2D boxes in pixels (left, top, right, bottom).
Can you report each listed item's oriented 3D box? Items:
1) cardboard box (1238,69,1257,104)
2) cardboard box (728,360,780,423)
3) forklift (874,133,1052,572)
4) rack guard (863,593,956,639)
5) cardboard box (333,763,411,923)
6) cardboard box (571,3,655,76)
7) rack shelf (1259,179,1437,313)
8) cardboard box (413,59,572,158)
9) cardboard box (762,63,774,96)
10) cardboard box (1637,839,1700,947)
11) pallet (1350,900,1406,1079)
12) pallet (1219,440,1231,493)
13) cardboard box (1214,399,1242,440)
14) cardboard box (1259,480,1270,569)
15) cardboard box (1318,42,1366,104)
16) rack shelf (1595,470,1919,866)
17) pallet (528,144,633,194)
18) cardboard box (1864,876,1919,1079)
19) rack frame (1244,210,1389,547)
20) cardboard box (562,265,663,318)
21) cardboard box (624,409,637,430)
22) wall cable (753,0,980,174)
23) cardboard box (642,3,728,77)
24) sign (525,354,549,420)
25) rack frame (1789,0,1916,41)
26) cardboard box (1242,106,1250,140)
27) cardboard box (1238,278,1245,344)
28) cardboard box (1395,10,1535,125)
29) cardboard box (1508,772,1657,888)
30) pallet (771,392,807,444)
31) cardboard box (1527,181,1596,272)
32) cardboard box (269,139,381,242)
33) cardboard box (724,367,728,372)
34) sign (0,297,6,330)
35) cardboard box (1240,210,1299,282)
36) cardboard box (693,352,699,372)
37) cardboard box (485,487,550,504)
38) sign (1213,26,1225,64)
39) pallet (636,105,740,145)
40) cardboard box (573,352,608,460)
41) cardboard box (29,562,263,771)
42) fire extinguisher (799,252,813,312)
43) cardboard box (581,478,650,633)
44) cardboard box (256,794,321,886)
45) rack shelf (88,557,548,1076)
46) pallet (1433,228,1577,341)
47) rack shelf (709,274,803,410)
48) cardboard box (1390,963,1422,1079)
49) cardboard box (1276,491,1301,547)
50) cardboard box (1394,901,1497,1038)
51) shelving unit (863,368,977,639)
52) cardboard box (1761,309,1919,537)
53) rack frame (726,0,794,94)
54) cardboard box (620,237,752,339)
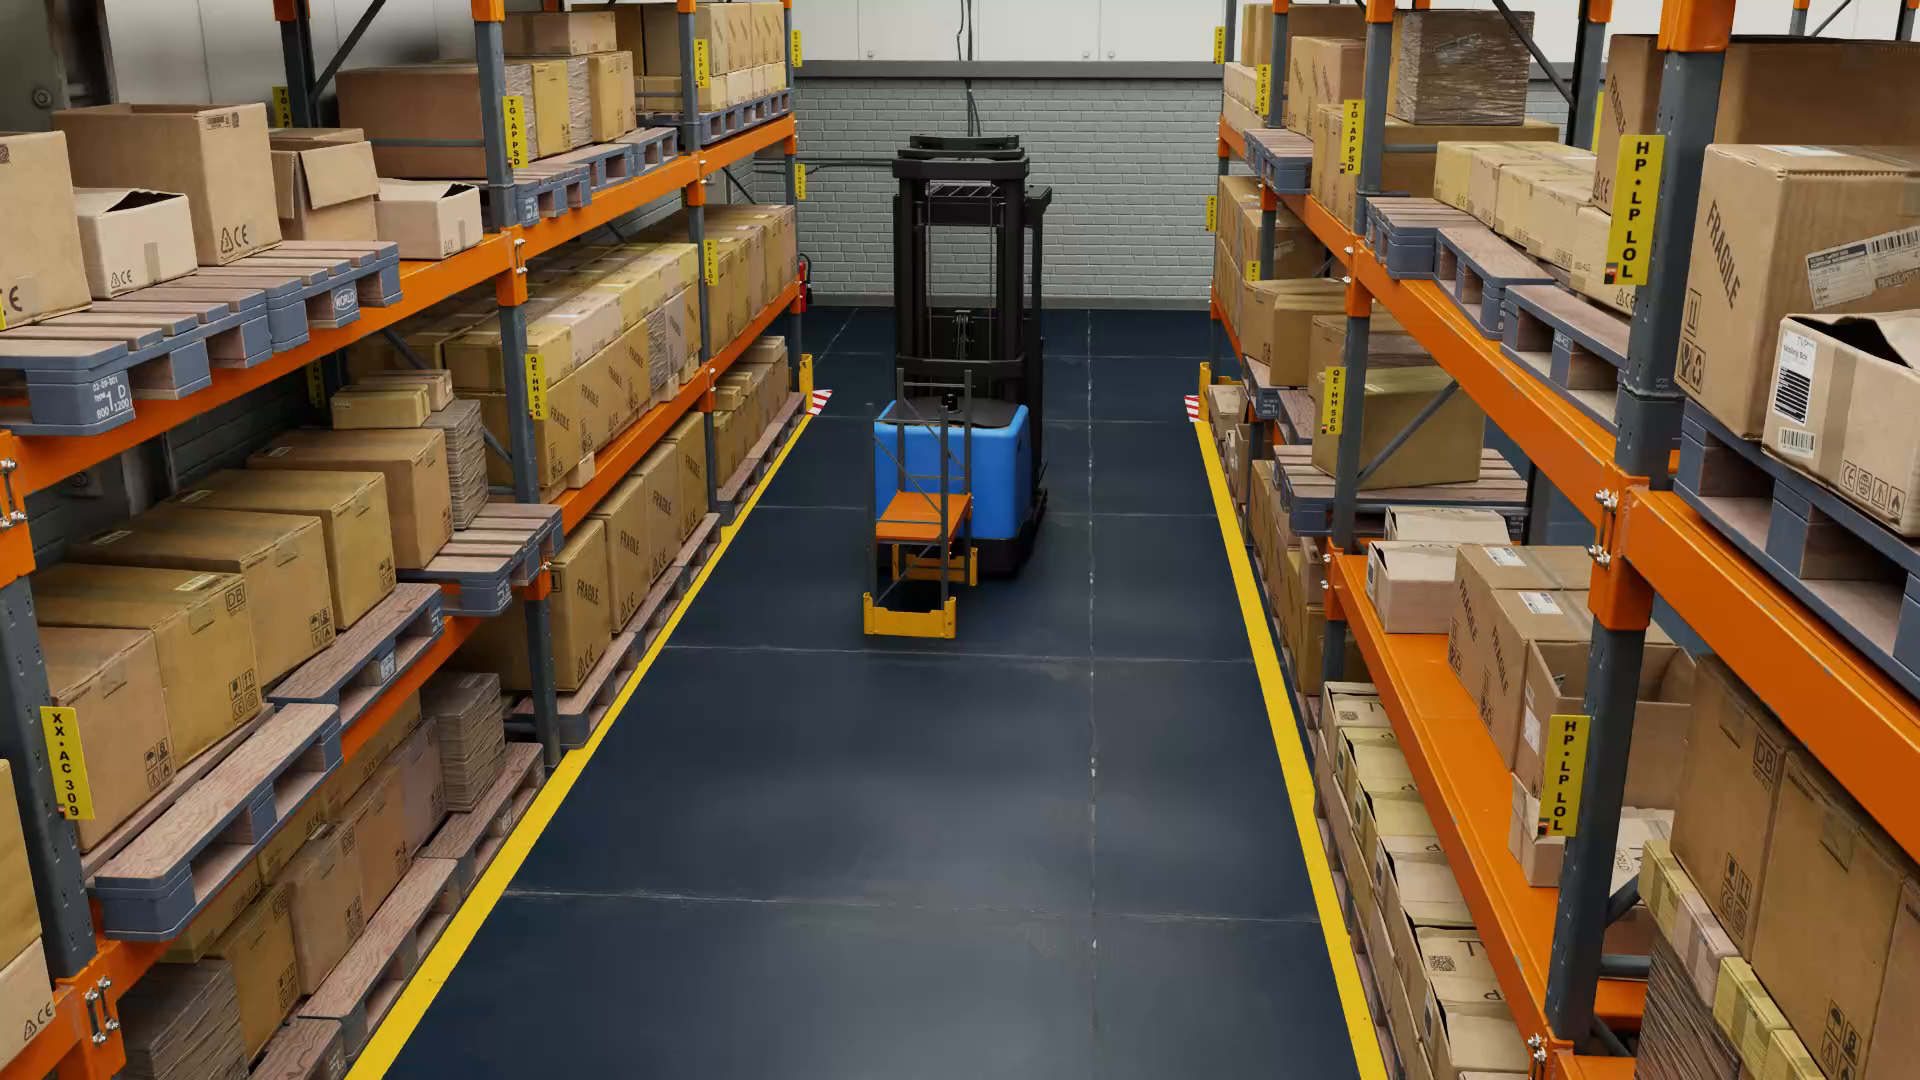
[{"bbox_3d":[2.483,-3.595,13.198,0.500,0.250,0.500,1,18,4],"label":"cardboard box"},{"bbox_3d":[-2.036,-1.369,15.123,0.700,0.500,0.500,1,18,4],"label":"cardboard box"},{"bbox_3d":[0.094,-1.587,12.558,1.130,2.935,3.031,3,18,8],"label":"forklift"},{"bbox_3d":[-0.320,0.480,10.558,0.587,0.250,0.087,3,18,8],"label":"rack guard"},{"bbox_3d":[-2.783,1.268,7.043,0.700,0.500,0.500,1,18,4],"label":"cardboard box"},{"bbox_3d":[-2.519,-3.670,12.189,0.500,0.500,0.500,1,18,3],"label":"cardboard box"},{"bbox_3d":[2.461,-1.843,9.568,1.077,0.370,4.000,1,18,4],"label":"rack shelf"},{"bbox_3d":[-2.607,-2.419,9.303,0.700,0.500,0.500,2,18,7],"label":"cardboard box"},{"bbox_3d":[-1.874,-3.938,14.214,0.500,0.250,0.500,1,18,2],"label":"cardboard box"},{"bbox_3d":[1.819,0.828,3.878,0.380,0.149,0.250,1,18,4],"label":"cardboard box"},{"bbox_3d":[2.130,1.820,6.531,1.003,0.211,1.213,1,18,4],"label":"pallet"},{"bbox_3d":[2.740,-0.648,14.063,1.003,0.211,1.213,1,18,4],"label":"pallet"},{"bbox_3d":[2.498,-1.052,14.526,0.500,0.250,0.500,1,18,4],"label":"cardboard box"},{"bbox_3d":[2.300,-0.091,11.191,0.500,0.500,0.500,2,18,5],"label":"cardboard box"},{"bbox_3d":[2.402,-2.531,9.518,0.600,0.600,0.600,1,18,2],"label":"cardboard box"},{"bbox_3d":[1.888,0.642,1.985,1.077,0.370,4.000,1,18,4],"label":"rack shelf"},{"bbox_3d":[-2.553,-2.132,9.598,1.003,0.211,1.213,2,18,6],"label":"pallet"},{"bbox_3d":[1.934,0.891,2.644,0.700,0.500,0.500,1,18,4],"label":"cardboard box"},{"bbox_3d":[2.605,-1.380,11.819,1.000,3.000,0.127,1,18,4],"label":"rack frame"},{"bbox_3d":[-2.198,-1.577,10.543,0.500,0.250,0.500,2,18,5],"label":"cardboard box"},{"bbox_3d":[-2.244,-0.793,10.397,0.380,0.149,0.250,2,18,6],"label":"cardboard box"},{"bbox_3d":[-1.288,-5.856,20.830,3.097,2.526,0.112,1,18,4],"label":"wall cable"},{"bbox_3d":[-2.006,-3.663,12.168,0.500,0.500,0.500,1,18,3],"label":"cardboard box"},{"bbox_3d":[-2.081,-0.751,8.165,0.100,0.325,0.005,1,18,4],"label":"sign"},{"bbox_3d":[7.832,-5.362,14.335,1.000,3.000,0.127,1,18,4],"label":"rack frame"},{"bbox_3d":[2.448,-3.202,12.802,0.500,0.250,0.500,1,18,4],"label":"cardboard box"},{"bbox_3d":[2.420,-1.749,12.783,0.500,0.500,0.500,2,18,5],"label":"cardboard box"},{"bbox_3d":[2.356,-2.222,7.802,0.500,0.500,0.500,1,18,4],"label":"cardboard box"},{"bbox_3d":[1.911,0.891,5.103,0.396,0.266,0.258,1,18,3],"label":"cardboard box"},{"bbox_3d":[-2.029,-1.157,15.615,1.003,0.211,1.213,1,18,4],"label":"pallet"},{"bbox_3d":[2.229,-1.042,5.535,0.500,0.250,0.500,0,18,-1],"label":"cardboard box"},{"bbox_3d":[-2.809,-1.331,6.653,0.797,0.503,0.637,4,19,12],"label":"cardboard box"},{"bbox_3d":[-2.262,-1.562,14.670,0.380,0.149,0.250,2,18,5],"label":"cardboard box"},{"bbox_3d":[-2.368,-0.667,3.993,0.100,0.325,0.005,1,18,4],"label":"sign"},{"bbox_3d":[2.417,-2.225,12.630,0.500,0.500,0.500,1,18,3],"label":"cardboard box"},{"bbox_3d":[-2.078,-1.269,11.849,0.380,0.149,0.250,1,18,4],"label":"cardboard box"},{"bbox_3d":[-2.369,-0.235,8.694,0.380,0.149,0.250,1,18,3],"label":"cardboard box"},{"bbox_3d":[2.350,-4.476,15.044,0.100,0.325,0.005,1,18,4],"label":"sign"},{"bbox_3d":[-2.267,-3.127,12.474,1.003,0.211,1.213,1,18,4],"label":"pallet"},{"bbox_3d":[-2.286,-0.754,9.235,0.500,0.500,0.500,2,18,6],"label":"cardboard box"},{"bbox_3d":[-2.792,0.407,5.495,0.700,0.500,0.500,3,18,10],"label":"cardboard box"},{"bbox_3d":[-1.579,-2.555,16.126,0.296,0.674,0.183,1,18,4],"label":"fire extinguisher"},{"bbox_3d":[-2.370,0.077,10.149,0.750,0.750,0.750,1,18,4],"label":"cardboard box"},{"bbox_3d":[-2.812,1.090,6.384,0.500,0.250,0.500,1,18,2],"label":"cardboard box"},{"bbox_3d":[-2.767,0.715,6.578,1.077,0.370,4.000,1,18,4],"label":"rack shelf"},{"bbox_3d":[2.281,-0.914,5.880,1.003,0.211,1.213,2,18,6],"label":"pallet"},{"bbox_3d":[-2.193,-1.769,14.160,1.077,0.370,4.000,1,18,4],"label":"rack shelf"},{"bbox_3d":[1.846,1.760,5.976,0.500,0.250,0.500,2,18,5],"label":"cardboard box"},{"bbox_3d":[2.220,-0.147,10.157,0.500,0.250,0.500,1,18,3],"label":"cardboard box"},{"bbox_3d":[1.844,1.496,5.881,0.500,0.311,0.500,1,18,4],"label":"cardboard box"},{"bbox_3d":[-0.247,-0.268,10.832,0.587,1.500,1.083,3,18,8],"label":"shelving unit"},{"bbox_3d":[1.693,-0.227,2.724,0.500,0.311,0.500,0,18,1],"label":"cardboard box"},{"bbox_3d":[-2.050,-5.583,15.010,1.000,3.000,0.127,1,18,4],"label":"rack frame"},{"bbox_3d":[-2.223,-2.027,13.311,0.980,0.700,0.700,1,18,3],"label":"cardboard box"}]
